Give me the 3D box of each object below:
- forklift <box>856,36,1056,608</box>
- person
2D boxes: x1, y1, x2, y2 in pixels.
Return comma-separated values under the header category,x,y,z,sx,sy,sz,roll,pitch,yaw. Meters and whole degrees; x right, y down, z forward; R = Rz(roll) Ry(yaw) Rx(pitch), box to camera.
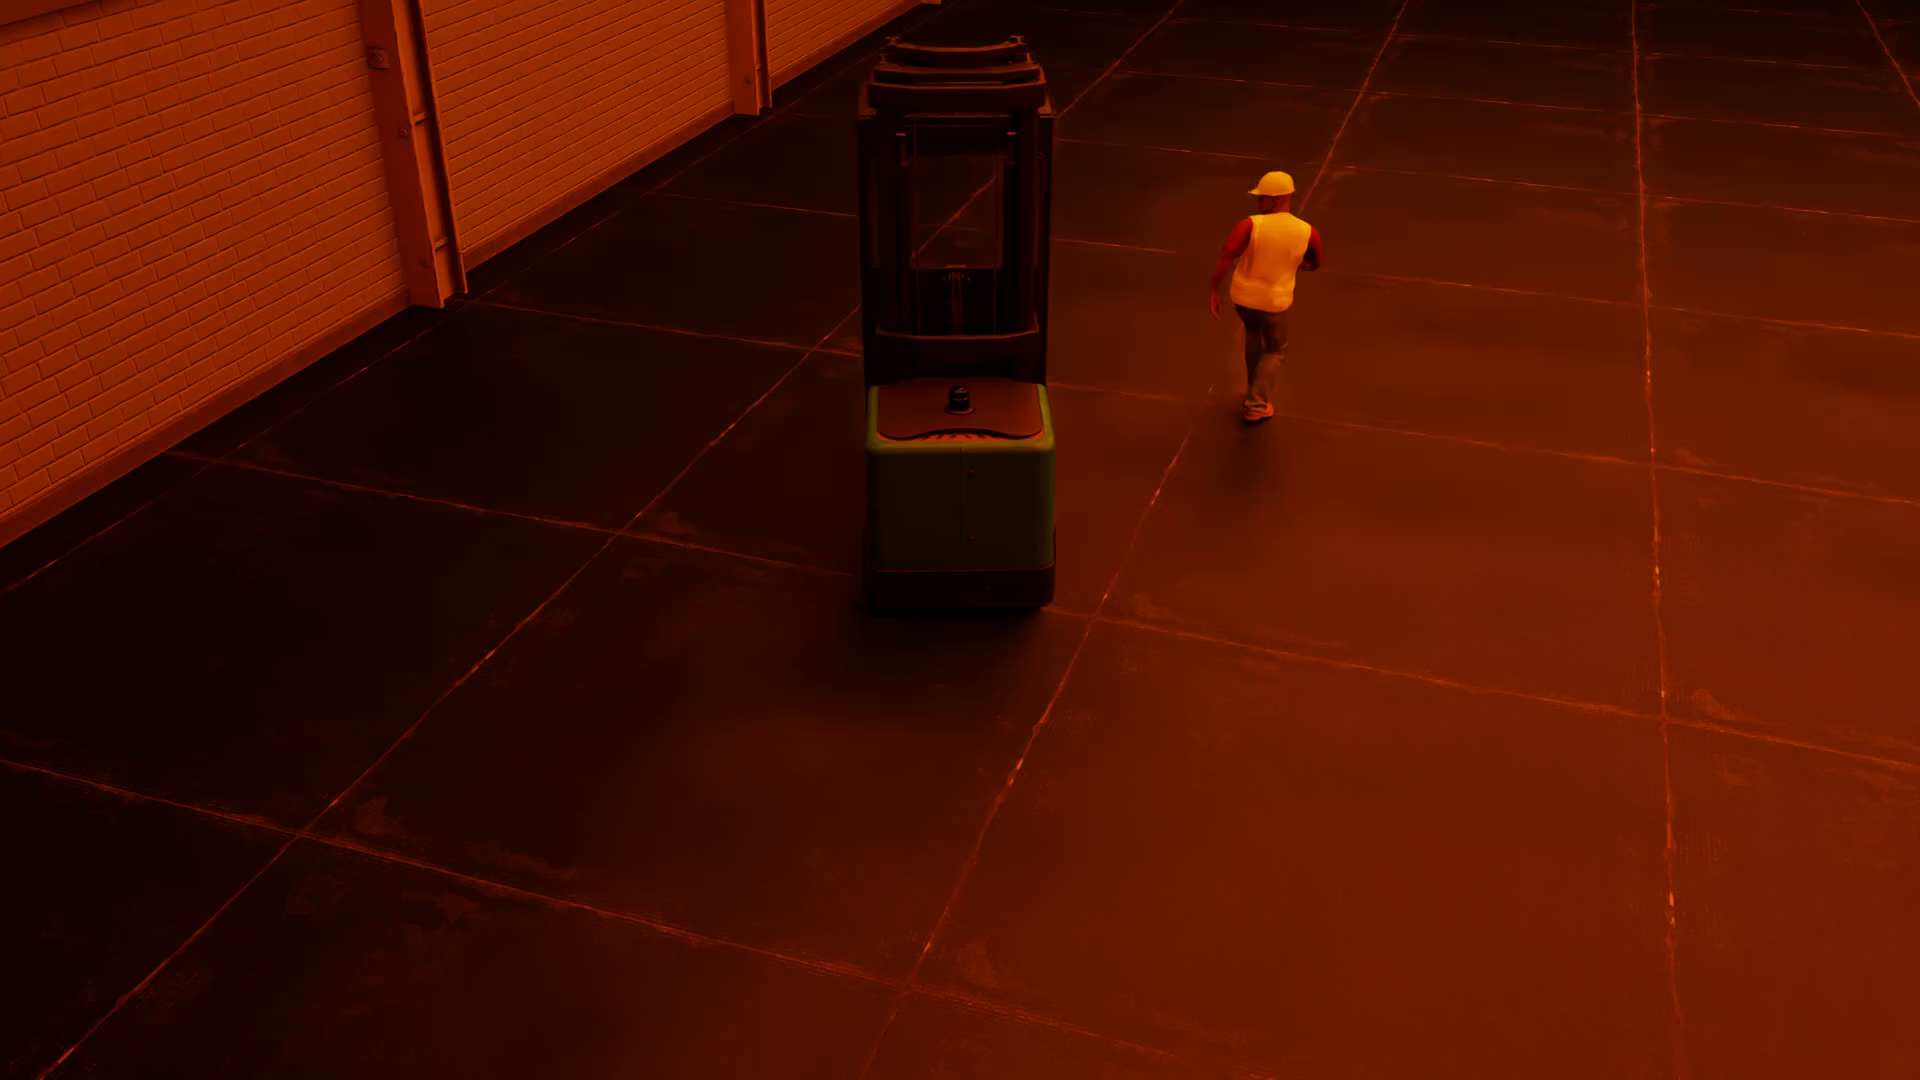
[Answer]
category,x,y,z,sx,sy,sz,roll,pitch,yaw
forklift,-0.037,-1.584,9.915,1.130,2.935,3.031,-1,30,-1
person,2.080,-1.622,11.279,0.628,1.761,0.865,12,32,20
